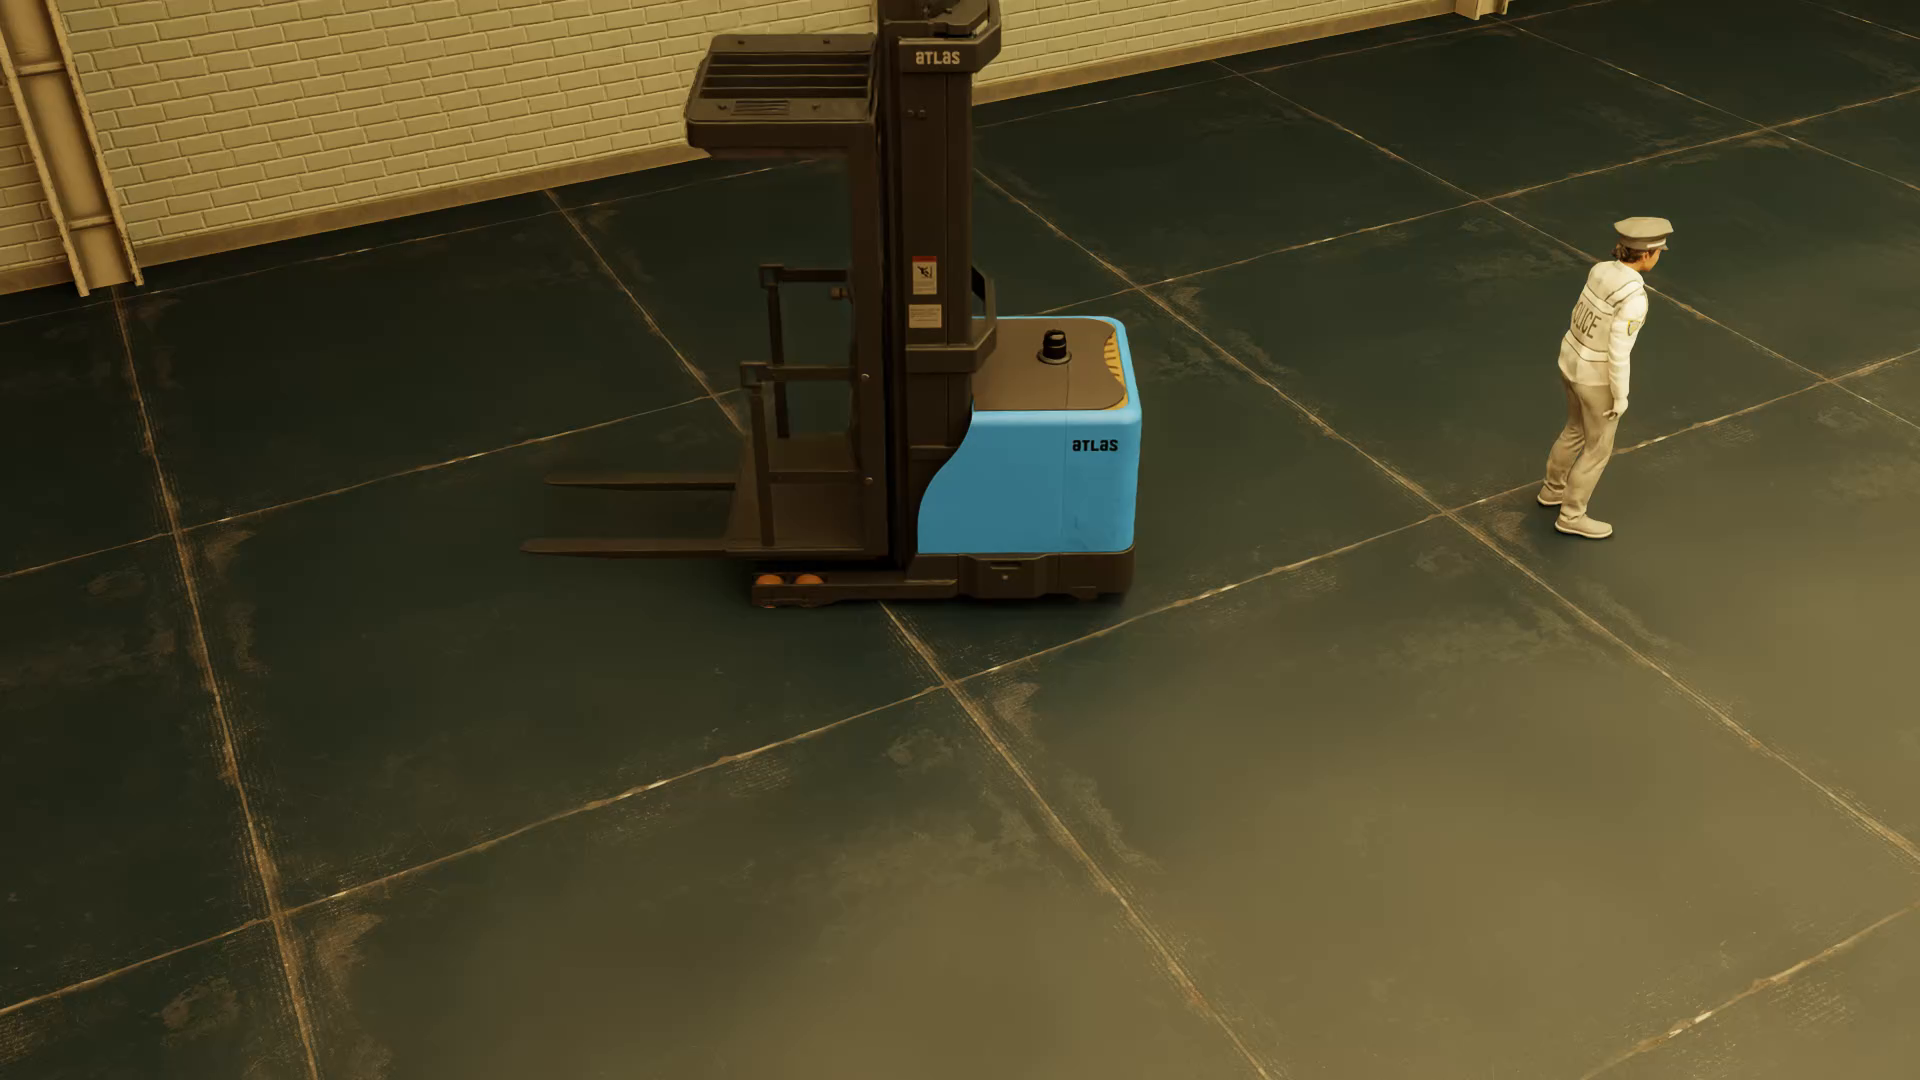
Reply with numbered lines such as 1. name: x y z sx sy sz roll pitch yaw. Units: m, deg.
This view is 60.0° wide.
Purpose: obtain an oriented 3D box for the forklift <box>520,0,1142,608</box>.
1. forklift: -0.664 -1.169 7.776 3.031 2.935 1.130 0 35 -1

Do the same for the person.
1. person: 3.223 -0.827 8.395 0.376 1.662 0.529 -3 35 -4
